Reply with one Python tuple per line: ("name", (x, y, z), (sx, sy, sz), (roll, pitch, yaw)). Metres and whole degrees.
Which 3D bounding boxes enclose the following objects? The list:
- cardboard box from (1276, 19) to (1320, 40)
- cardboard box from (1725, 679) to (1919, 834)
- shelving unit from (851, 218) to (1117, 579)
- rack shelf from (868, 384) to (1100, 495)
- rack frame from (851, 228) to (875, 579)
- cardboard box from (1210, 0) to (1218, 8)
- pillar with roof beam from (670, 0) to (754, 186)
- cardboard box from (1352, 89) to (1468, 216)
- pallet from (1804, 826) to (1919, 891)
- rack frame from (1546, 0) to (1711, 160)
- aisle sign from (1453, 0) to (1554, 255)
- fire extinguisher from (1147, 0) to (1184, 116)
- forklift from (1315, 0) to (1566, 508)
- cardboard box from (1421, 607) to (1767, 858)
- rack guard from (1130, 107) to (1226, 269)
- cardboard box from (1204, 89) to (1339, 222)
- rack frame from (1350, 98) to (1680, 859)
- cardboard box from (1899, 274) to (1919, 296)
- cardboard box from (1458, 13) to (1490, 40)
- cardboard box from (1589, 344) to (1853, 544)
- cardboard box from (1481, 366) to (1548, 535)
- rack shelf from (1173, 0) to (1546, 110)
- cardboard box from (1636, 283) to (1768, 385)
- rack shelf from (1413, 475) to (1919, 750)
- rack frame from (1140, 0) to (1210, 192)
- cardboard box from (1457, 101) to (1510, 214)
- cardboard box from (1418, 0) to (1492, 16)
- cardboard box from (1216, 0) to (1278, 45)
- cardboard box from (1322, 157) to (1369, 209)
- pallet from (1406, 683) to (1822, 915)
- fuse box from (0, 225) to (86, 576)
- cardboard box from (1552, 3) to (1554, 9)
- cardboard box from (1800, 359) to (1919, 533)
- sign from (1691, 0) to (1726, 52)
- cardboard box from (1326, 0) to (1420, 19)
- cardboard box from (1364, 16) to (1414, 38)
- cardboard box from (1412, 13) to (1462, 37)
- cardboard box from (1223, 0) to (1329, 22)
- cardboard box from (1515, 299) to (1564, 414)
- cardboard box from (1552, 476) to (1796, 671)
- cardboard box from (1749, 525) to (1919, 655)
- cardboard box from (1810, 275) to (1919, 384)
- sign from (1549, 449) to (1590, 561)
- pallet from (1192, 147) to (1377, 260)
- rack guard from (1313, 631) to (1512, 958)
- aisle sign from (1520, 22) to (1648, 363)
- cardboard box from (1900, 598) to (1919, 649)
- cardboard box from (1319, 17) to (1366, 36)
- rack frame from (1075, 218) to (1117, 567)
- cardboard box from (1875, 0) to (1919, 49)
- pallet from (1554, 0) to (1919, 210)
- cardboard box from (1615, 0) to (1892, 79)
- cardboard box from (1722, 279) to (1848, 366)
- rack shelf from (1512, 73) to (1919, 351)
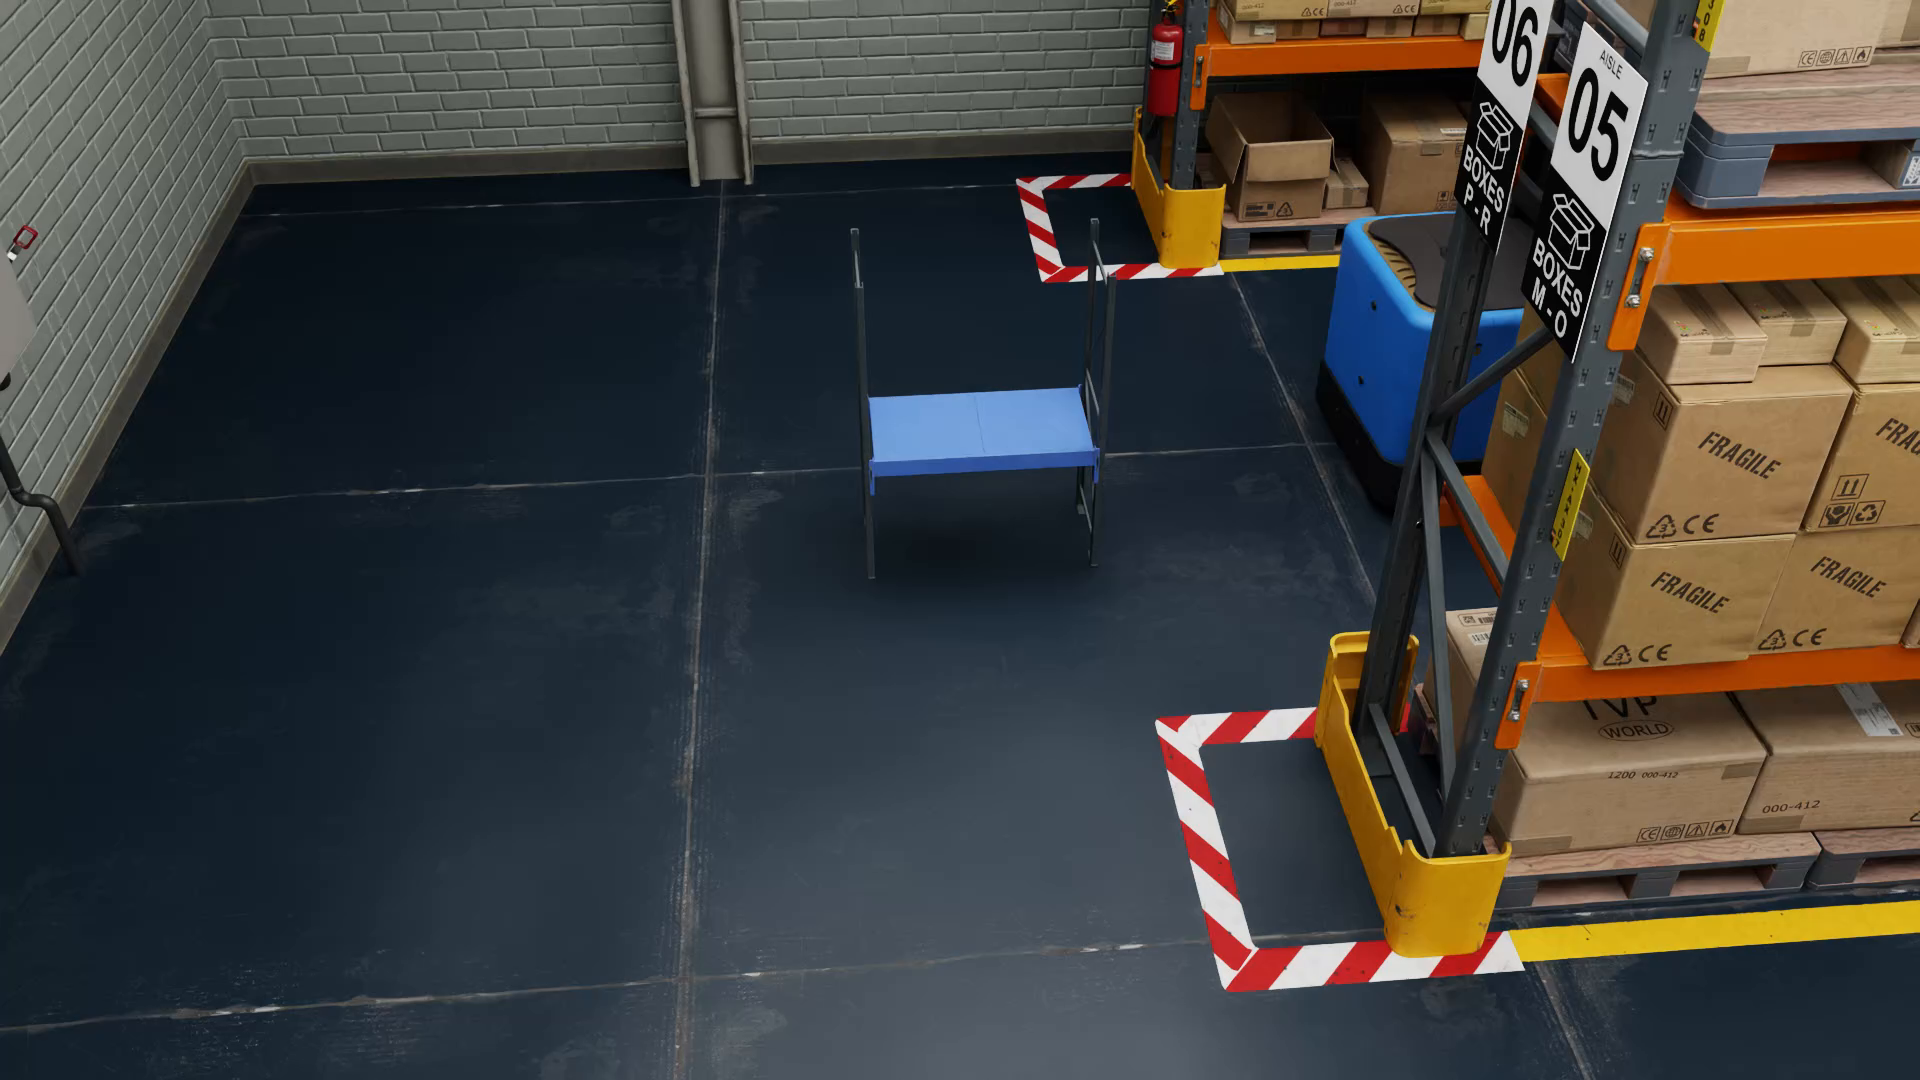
("cardboard box", (1.832, -2.923, 9.236), (0.250, 0.149, 0.380), (-2, 38, -3))
("cardboard box", (3.234, 0.619, 6.273), (0.875, 0.438, 0.875), (-2, 38, -3))
("shelving unit", (0.085, -0.593, 7.291), (1.048, 1.500, 0.538), (-3, 38, -4))
("rack shelf", (0.085, -0.452, 7.403), (1.000, 0.185, 0.538), (-3, 38, -4))
("rack frame", (-0.421, -0.566, 7.256), (0.032, 1.500, 0.500), (-3, 38, -4))
("cardboard box", (1.537, -3.216, 9.607), (0.250, 0.149, 0.380), (-4, 38, -4))
("pillar with roof beam", (-1.153, -3.238, 4.589), (0.400, 9.000, 9.100), (-3, 38, -4))
("cardboard box", (2.703, -2.312, 9.938), (0.500, 0.500, 0.700), (-2, 38, -2))
("pallet", (3.676, 0.869, 6.478), (1.213, 0.211, 1.003), (-3, 38, -4))
("rack frame", (1.674, -2.423, 3.557), (0.127, 3.000, 1.000), (-3, 38, -4))
("aisle sign", (1.575, -1.276, 4.847), (0.004, 0.787, 0.394), (-3, 38, -4))
("fire extinguisher", (1.125, -2.661, 9.064), (0.183, 0.674, 0.296), (-3, 38, -4))
("forklift", (3.390, -1.696, 7.534), (3.031, 2.935, 1.130), (-5, 39, -7))
("cardboard box", (2.323, 0.675, 6.203), (0.875, 0.438, 0.875), (-4, 38, -6))
("rack guard", (1.306, -2.153, 10.076), (0.348, 0.500, 1.175), (-3, 38, -4))
("cardboard box", (1.848, -2.291, 9.908), (0.637, 0.503, 0.797), (-5, 39, -6))
("rack frame", (1.674, -0.068, 5.415), (0.127, 3.000, 1.000), (-3, 38, -4))
("cardboard box", (2.837, -0.631, 4.716), (0.250, 0.149, 0.380), (-4, 38, -5))
("cardboard box", (2.870, -2.921, 9.233), (0.250, 0.149, 0.380), (-4, 38, -5))
("cardboard box", (2.177, -0.351, 4.885), (0.500, 0.500, 0.500), (-4, 38, -5))
("cardboard box", (2.131, -0.297, 5.624), (0.500, 0.500, 0.500), (-3, 38, -4))
("rack shelf", (3.223, -2.958, 9.658), (4.000, 0.370, 1.077), (-3, 38, -4))
("cardboard box", (2.052, -0.603, 4.682), (0.250, 0.149, 0.380), (-2, 38, -3))
("rack shelf", (3.666, 0.104, 5.777), (4.000, 0.370, 1.077), (-3, 38, -4))
("rack frame", (1.231, -3.131, 9.296), (0.127, 3.000, 1.000), (-3, 38, -4))
("cardboard box", (3.239, -2.279, 9.896), (0.500, 0.500, 0.500), (-2, 38, -3))
("cardboard box", (2.713, -3.105, 9.144), (0.500, 0.250, 0.500), (-4, 38, -5))
("cardboard box", (1.583, -2.881, 9.182), (0.250, 0.149, 0.380), (-3, 38, -4))
("cardboard box", (2.275, -2.151, 10.017), (0.250, 0.149, 0.380), (-5, 39, -6))
("pallet", (2.464, 0.934, 6.396), (1.213, 0.211, 1.003), (-3, 38, -4))
("fuse box", (-3.981, -0.543, 7.056), (0.414, 1.711, 0.539), (-3, 38, -4))
("cardboard box", (3.221, -3.146, 9.197), (0.500, 0.250, 0.500), (-4, 38, -5))
("cardboard box", (2.692, -0.383, 4.926), (0.500, 0.500, 0.500), (-4, 38, -5))
("sign", (1.717, -1.277, 3.756), (0.005, 0.325, 0.100), (-3, 38, -4))
("cardboard box", (2.209, -3.075, 9.107), (0.500, 0.250, 0.500), (-3, 38, -3))
("cardboard box", (2.348, -2.935, 9.251), (0.250, 0.149, 0.380), (-2, 38, -3))
("cardboard box", (2.612, -2.953, 9.274), (0.250, 0.149, 0.380), (-3, 38, -3))
("cardboard box", (1.707, -3.047, 9.071), (0.500, 0.250, 0.500), (-3, 38, -4))
("cardboard box", (2.133, -0.673, 5.294), (0.500, 0.500, 0.500), (-2, 38, -2))
("cardboard box", (2.178, 0.043, 5.193), (0.500, 0.500, 0.500), (-3, 38, -4))
("cardboard box", (2.679, -0.002, 5.250), (0.500, 0.500, 0.500), (-4, 38, -5))
("cardboard box", (2.576, -0.605, 4.684), (0.250, 0.149, 0.380), (-2, 38, -3))
("sign", (1.717, -0.096, 4.688), (0.005, 0.325, 0.100), (-3, 38, -4))
("pallet", (2.101, -2.084, 10.221), (1.213, 0.211, 1.003), (-3, 38, -4))
("rack guard", (1.650, 0.914, 6.188), (0.348, 0.500, 1.175), (-3, 38, -4))
("aisle sign", (1.628, -0.906, 4.378), (0.004, 0.787, 0.394), (-3, 38, -4))
("cardboard box", (3.187, -0.018, 5.271), (0.500, 0.500, 0.500), (-3, 38, -4))
("cardboard box", (2.090, -2.959, 9.282), (0.250, 0.149, 0.380), (-4, 38, -5))
("rack frame", (0.591, -0.621, 7.327), (0.032, 1.500, 0.500), (-3, 38, -4))
("cardboard box", (2.525, -1.504, 4.596), (0.250, 0.149, 0.380), (-6, 39, -7))
("pallet", (2.412, -1.258, 4.573), (1.213, 0.211, 1.003), (-3, 38, -4))
("cardboard box", (2.114, -1.471, 4.473), (0.500, 0.250, 0.500), (-6, 39, -8))
("cardboard box", (2.307, -0.662, 4.755), (0.250, 0.149, 0.380), (-2, 38, -3))
("rack shelf", (3.666, -1.073, 4.848), (4.000, 0.370, 1.077), (-3, 38, -4))
